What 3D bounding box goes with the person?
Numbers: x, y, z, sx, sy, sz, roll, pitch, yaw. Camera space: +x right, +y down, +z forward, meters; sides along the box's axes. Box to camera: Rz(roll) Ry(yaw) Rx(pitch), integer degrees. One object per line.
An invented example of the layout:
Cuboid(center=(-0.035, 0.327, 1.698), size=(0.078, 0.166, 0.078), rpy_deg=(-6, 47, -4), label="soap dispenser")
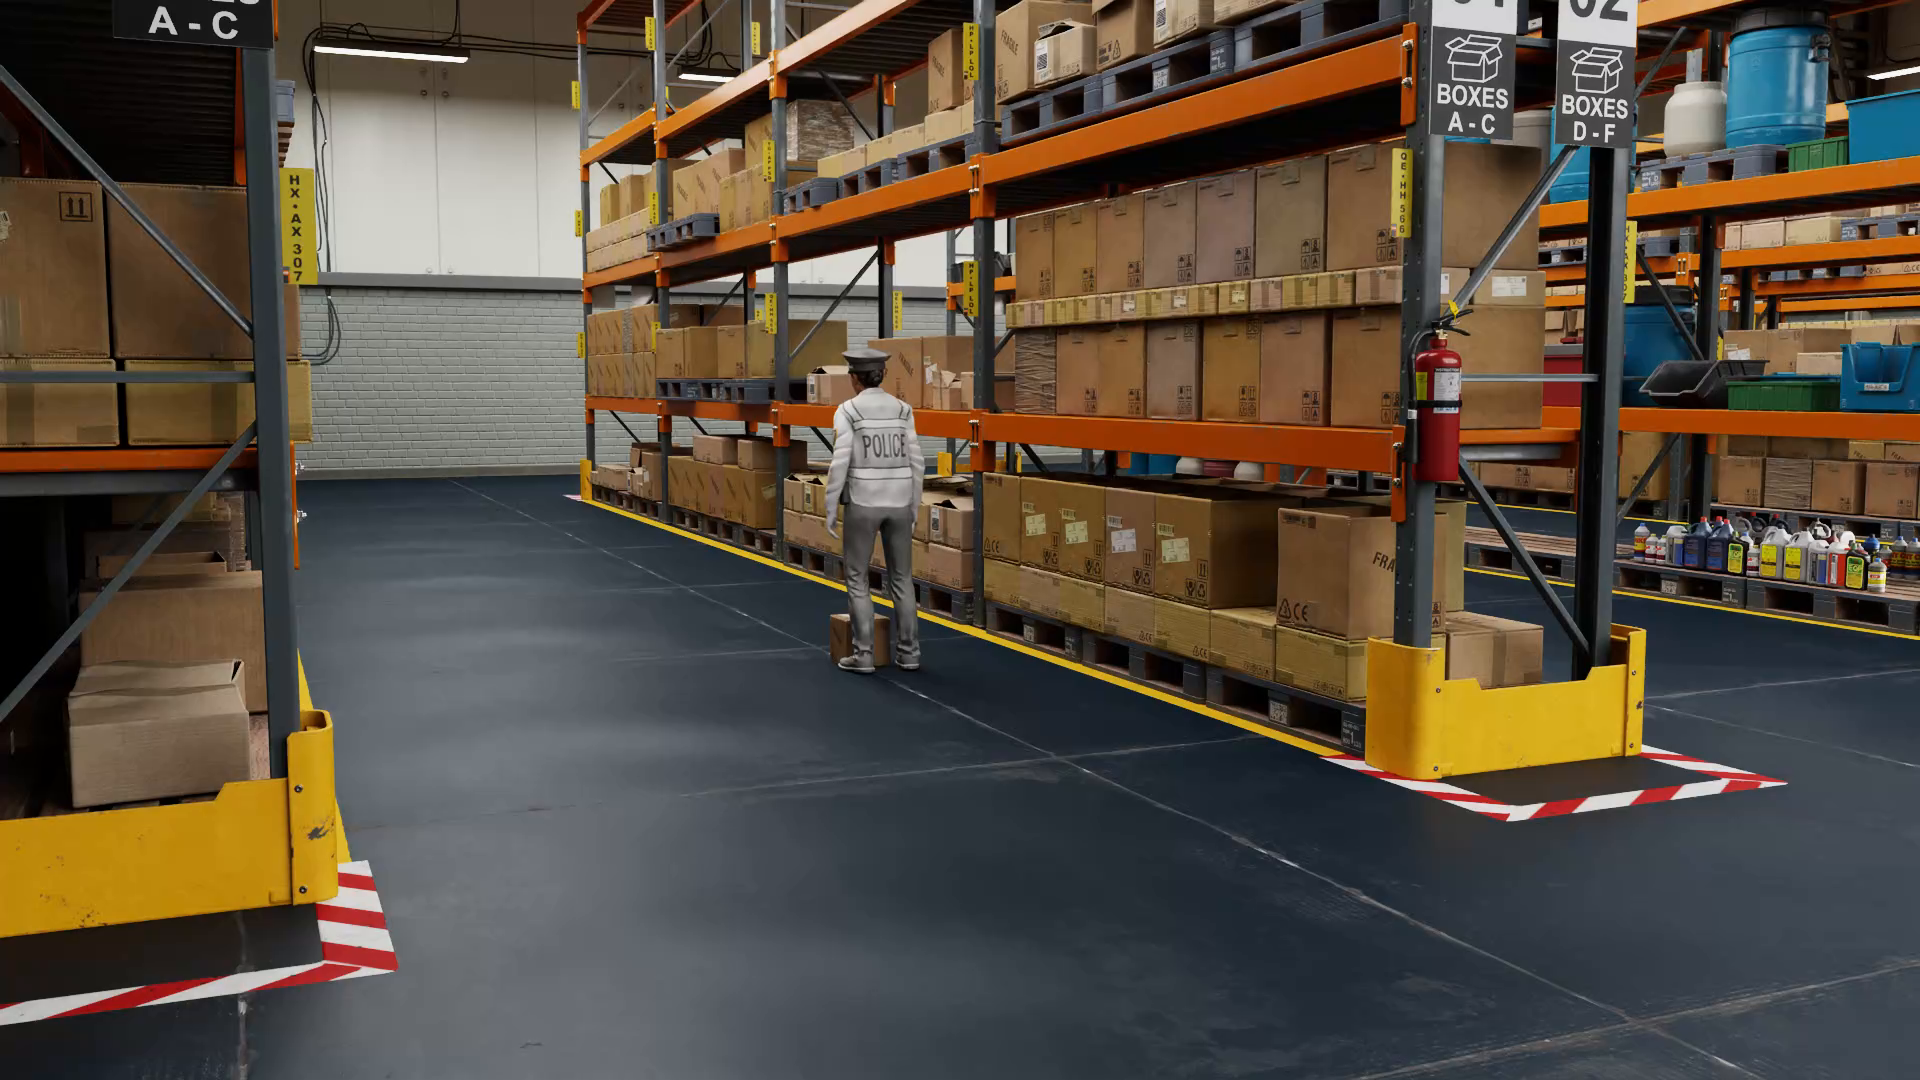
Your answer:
Cuboid(center=(-0.438, -0.152, 8.555), size=(0.543, 1.665, 0.372), rpy_deg=(-3, 6, -25), label="person")
